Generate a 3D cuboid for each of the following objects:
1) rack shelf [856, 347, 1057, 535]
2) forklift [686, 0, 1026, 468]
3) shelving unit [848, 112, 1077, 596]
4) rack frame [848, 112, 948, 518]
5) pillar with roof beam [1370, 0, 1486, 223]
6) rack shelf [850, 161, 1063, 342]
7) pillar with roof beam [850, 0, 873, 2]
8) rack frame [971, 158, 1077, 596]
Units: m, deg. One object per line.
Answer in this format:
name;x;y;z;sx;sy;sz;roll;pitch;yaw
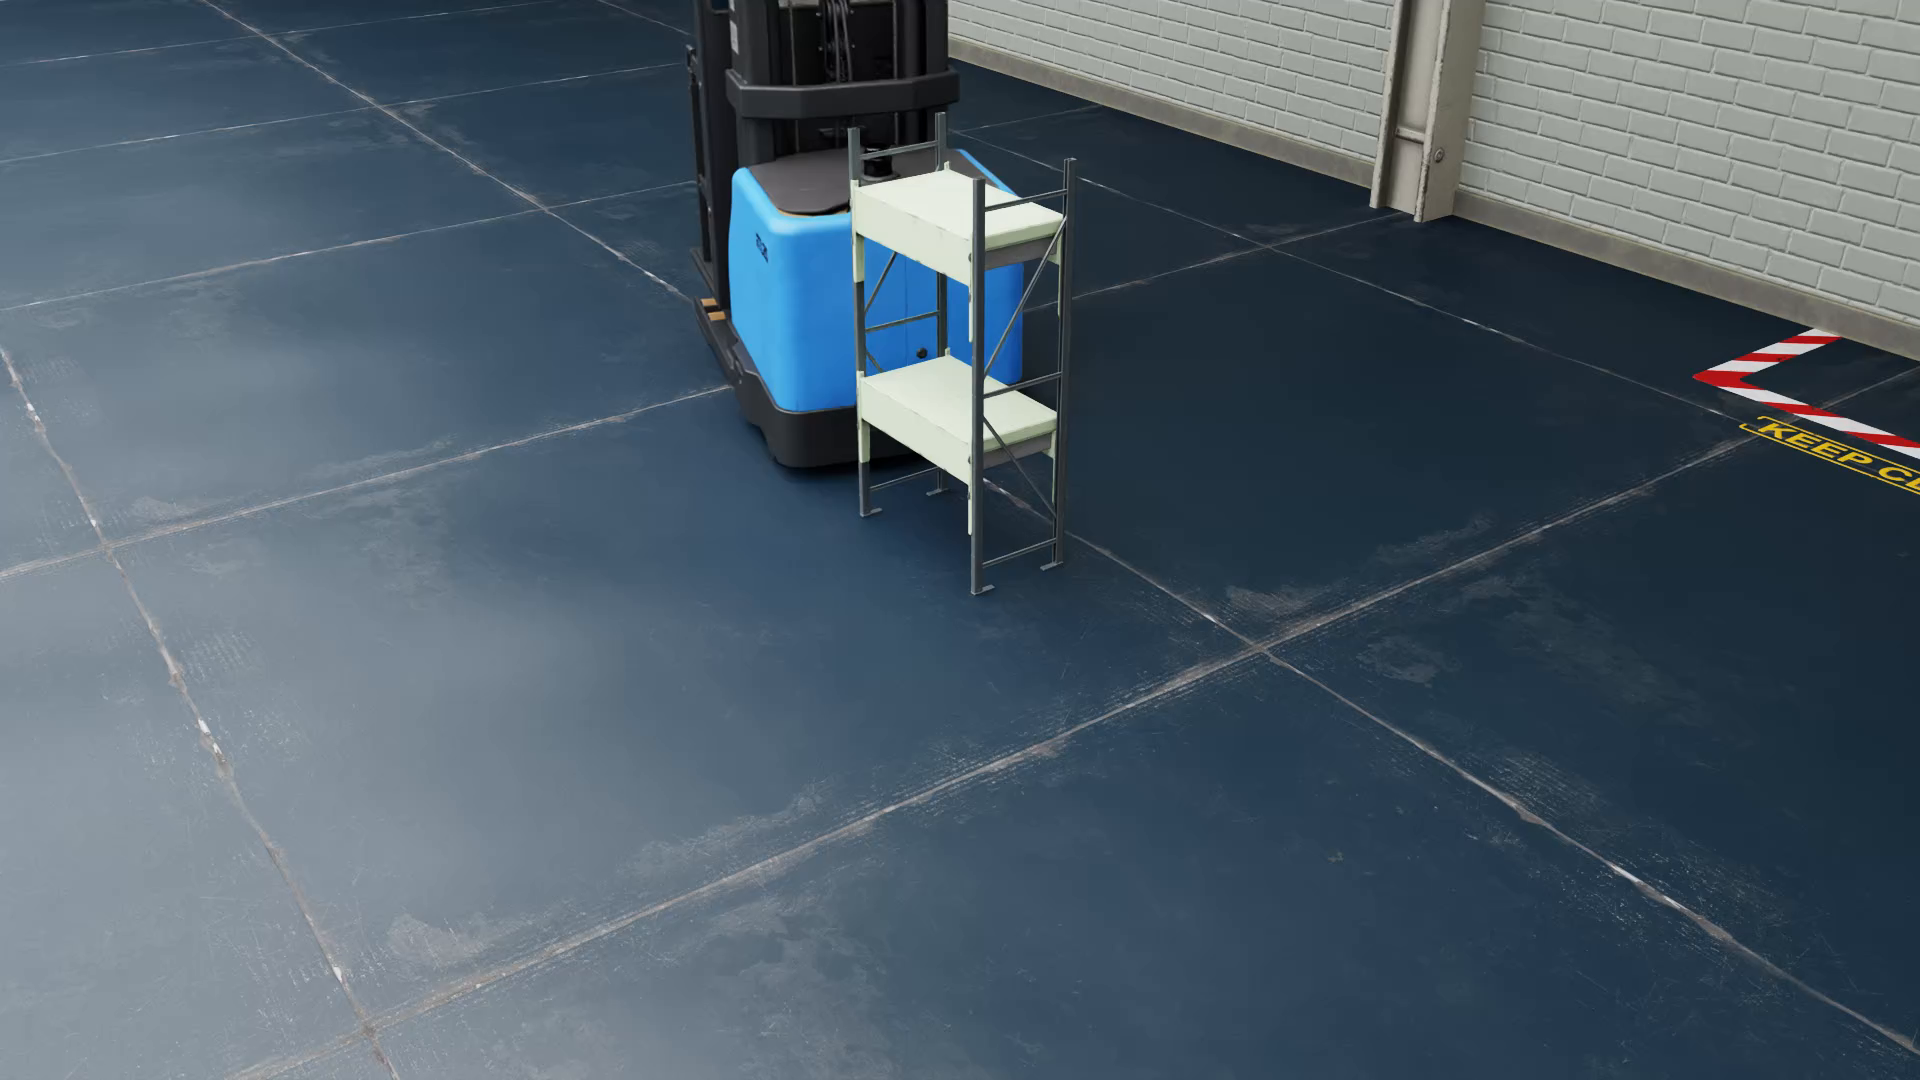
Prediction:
rack shelf;-0.004;-0.375;6.052;0.431;0.370;0.720;-19;34;-31
forklift;-0.660;-2.263;7.346;1.130;2.935;3.031;-9;30;-15
shelving unit;-0.004;-0.662;5.897;0.431;1.500;0.755;-19;34;-31
rack frame;-0.216;-0.804;6.159;0.400;1.500;0.023;-19;34;-31
pillar with roof beam;-0.828;-4.720;5.513;9.100;9.000;0.400;-19;34;-31
rack shelf;-0.004;-1.005;5.711;0.431;0.370;0.720;-19;34;-31
pillar with roof beam;-4.309;-7.053;9.808;9.100;9.000;0.400;-19;34;-31
rack frame;0.208;-0.519;5.635;0.400;1.500;0.023;-19;34;-31
